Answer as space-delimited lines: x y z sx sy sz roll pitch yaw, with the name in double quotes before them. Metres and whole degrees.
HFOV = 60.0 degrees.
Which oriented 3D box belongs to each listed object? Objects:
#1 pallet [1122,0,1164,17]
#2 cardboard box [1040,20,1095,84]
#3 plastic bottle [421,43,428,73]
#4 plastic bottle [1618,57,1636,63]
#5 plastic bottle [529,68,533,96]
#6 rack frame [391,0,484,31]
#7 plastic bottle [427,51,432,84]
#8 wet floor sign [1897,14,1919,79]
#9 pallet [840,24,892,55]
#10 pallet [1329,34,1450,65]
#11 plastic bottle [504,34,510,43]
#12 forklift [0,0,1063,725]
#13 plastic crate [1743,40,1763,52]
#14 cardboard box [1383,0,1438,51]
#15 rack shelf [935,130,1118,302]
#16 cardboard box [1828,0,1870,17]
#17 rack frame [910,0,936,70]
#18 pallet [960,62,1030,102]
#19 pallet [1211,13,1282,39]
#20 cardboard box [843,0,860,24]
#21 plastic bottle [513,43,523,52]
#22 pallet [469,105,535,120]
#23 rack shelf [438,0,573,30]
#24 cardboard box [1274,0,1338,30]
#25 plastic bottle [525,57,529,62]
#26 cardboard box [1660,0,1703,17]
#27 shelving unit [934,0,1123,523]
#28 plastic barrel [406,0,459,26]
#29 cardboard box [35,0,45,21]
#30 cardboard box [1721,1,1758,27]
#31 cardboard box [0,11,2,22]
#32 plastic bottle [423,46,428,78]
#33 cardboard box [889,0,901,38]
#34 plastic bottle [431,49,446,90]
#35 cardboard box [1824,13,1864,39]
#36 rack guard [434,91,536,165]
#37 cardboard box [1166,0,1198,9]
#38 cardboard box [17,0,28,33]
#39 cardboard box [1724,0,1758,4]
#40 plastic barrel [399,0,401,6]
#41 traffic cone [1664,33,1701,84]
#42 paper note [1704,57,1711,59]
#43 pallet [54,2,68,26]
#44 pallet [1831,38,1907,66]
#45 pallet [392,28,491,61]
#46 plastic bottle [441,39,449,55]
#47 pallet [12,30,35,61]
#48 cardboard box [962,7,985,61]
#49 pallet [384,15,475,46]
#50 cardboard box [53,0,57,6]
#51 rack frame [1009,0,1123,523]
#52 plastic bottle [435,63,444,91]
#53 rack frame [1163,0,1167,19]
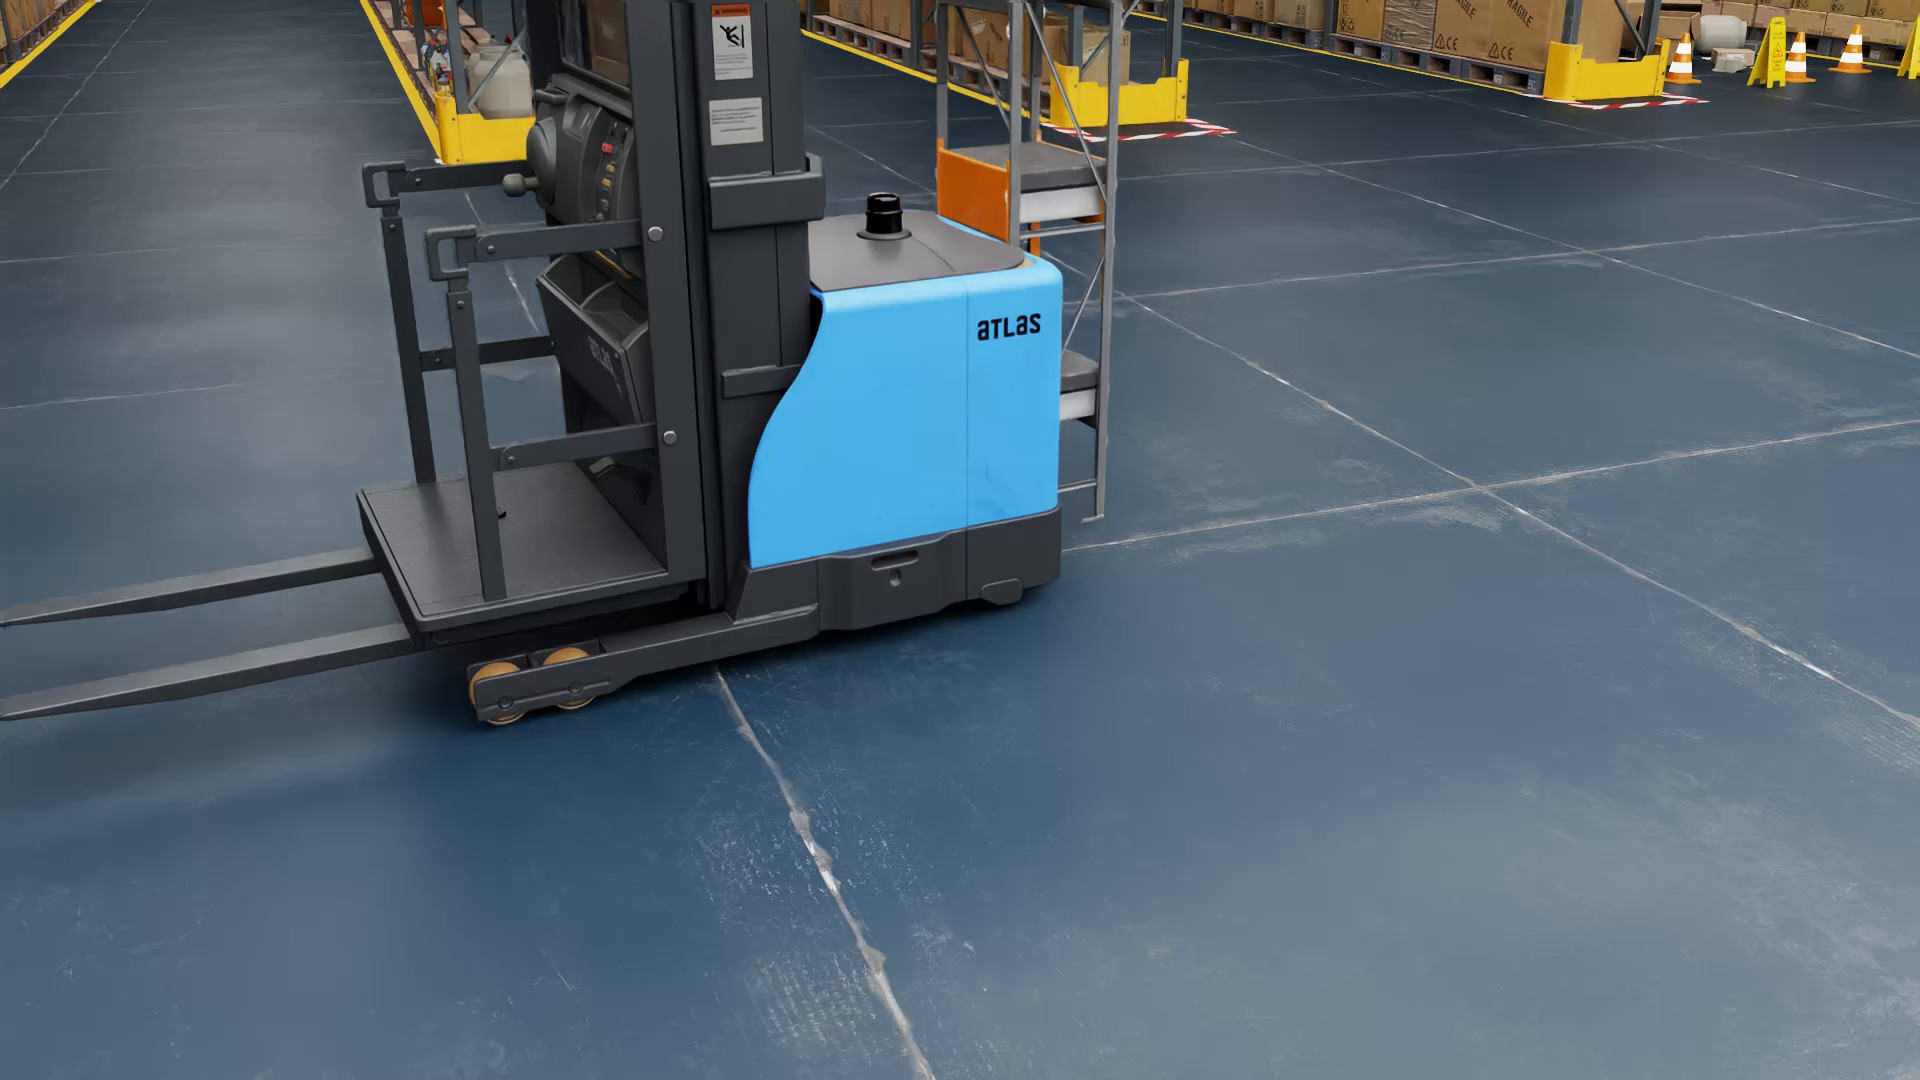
"pallet" 2.958 -7.493 23.255 1.003 0.211 1.213 -8 24 -19
"cardboard box" 0.935 -4.426 15.067 0.500 0.500 0.500 -2 23 -5
"plastic bottle" -4.961 -4.486 15.478 0.097 0.271 0.097 0 23 0
"plastic bottle" 7.153 -5.154 17.901 0.133 0.061 0.283 -18 29 -37
"plastic bottle" -3.599 -3.910 14.112 0.097 0.271 0.097 0 23 0
"rack frame" -6.077 -7.170 18.899 1.000 3.000 0.127 -8 24 -19
"plastic bottle" -4.681 -4.183 14.744 0.061 0.283 0.133 -7 24 -17
"wet floor sign" 9.720 -5.002 16.786 0.267 0.644 0.232 0 23 -1
"pallet" -0.741 -5.838 19.329 1.003 0.211 1.213 -8 24 -19
"pallet" 4.841 -5.468 18.452 1.003 0.211 1.213 -8 24 -19
"plastic bottle" -4.166 -4.504 15.419 0.144 0.351 0.185 -9 24 -20
"forklift" -1.231 -1.080 4.538 3.031 2.935 1.130 -11 25 -25
"plastic crate" 9.029 -5.728 19.236 0.402 0.080 0.583 -18 29 -37
"cardboard box" 5.125 -5.689 17.581 0.875 0.875 0.875 -8 24 -19
"rack shelf" 0.217 -1.078 5.640 0.431 0.518 0.480 -12 26 -26
"cardboard box" 9.940 -6.019 18.203 0.500 0.500 0.500 -7 24 -17
"rack frame" -0.030 -6.396 17.064 1.000 3.000 0.127 -8 24 -19
"pallet" 0.675 -4.428 15.984 1.003 0.211 1.213 -8 24 -19
"pallet" 3.868 -6.469 20.827 1.003 0.211 1.213 -8 24 -19
"cardboard box" -0.980 -6.460 19.867 0.700 0.500 0.500 -10 25 -23
"plastic bottle" -3.984 -4.317 14.975 0.144 0.351 0.185 -8 24 -19
"pallet" -3.603 -3.295 13.297 1.003 0.211 1.213 -8 24 -19
"rack shelf" -3.957 -4.658 13.867 1.077 0.370 4.000 -8 24 -19
"cardboard box" 4.343 -6.410 19.452 1.050 0.750 0.750 -8 24 -19
"plastic bottle" -3.756 -4.071 14.493 0.097 0.271 0.097 0 23 0
"cardboard box" 8.347 -6.029 19.408 0.500 0.500 0.500 8 24 18
"shelving unit" 0.217 -1.091 5.635 0.431 2.100 0.503 -12 26 -26
"plastic barrel" -6.265 -6.539 19.656 0.600 0.830 0.708 -8 24 -19
"cardboard box" -11.339 -6.493 19.945 0.500 0.500 0.500 -8 24 -18
"cardboard box" 9.396 -6.239 19.689 0.500 0.250 0.500 -7 24 -16
"cardboard box" -10.296 -5.520 17.262 0.500 0.311 0.500 -8 24 -18
"plastic bottle" -4.821 -4.375 15.208 0.152 0.276 0.135 -7 24 -17
"cardboard box" -0.378 -5.849 18.417 0.700 0.500 0.500 -8 24 -19
"plastic bottle" -4.484 -4.058 14.360 0.144 0.351 0.185 -7 24 -17
"cardboard box" 9.941 -5.675 18.352 0.500 0.250 0.500 -8 24 -19
"rack guard" -3.321 -3.133 12.539 1.175 0.500 0.348 -8 24 -19
"cardboard box" 3.364 -7.417 21.840 1.050 0.750 0.750 -9 24 -20
"cardboard box" -10.796 -5.937 18.625 0.500 0.500 0.500 -9 25 -21
"cardboard box" 9.397 -6.584 19.542 0.500 0.500 0.500 -7 24 -17
"plastic barrel" -6.947 -6.996 21.149 0.421 0.512 0.421 0 23 0
"traffic cone" 7.200 -4.805 16.555 0.336 0.463 0.334 -8 24 -19
"paper note" 8.298 -5.329 18.368 0.148 0.019 0.142 0 23 -1
"pallet" -12.367 -6.910 21.873 1.003 0.211 1.213 -8 24 -19
"pallet" 10.373 -5.345 18.160 1.003 0.211 1.213 -8 24 -19
"pallet" -5.839 -5.598 18.761 1.003 0.211 1.213 -8 24 -19
"plastic bottle" -4.632 -4.368 15.096 0.144 0.351 0.185 -8 24 -19
"pallet" -10.940 -5.483 18.488 1.003 0.211 1.213 -8 24 -19
"cardboard box" 0.283 -5.080 16.618 0.500 0.500 0.500 -1 23 -2
"pallet" -6.394 -6.166 20.107 1.003 0.211 1.213 -8 24 -19
"cardboard box" -12.071 -7.091 21.608 0.500 0.311 0.500 -8 24 -19
"rack frame" 0.334 -1.008 5.438 0.400 2.100 0.015 -12 26 -26
"plastic bottle" -4.368 -3.861 13.980 0.061 0.283 0.133 -8 24 -18
"rack frame" 3.233 -8.493 22.039 1.000 3.000 0.127 -8 24 -19
